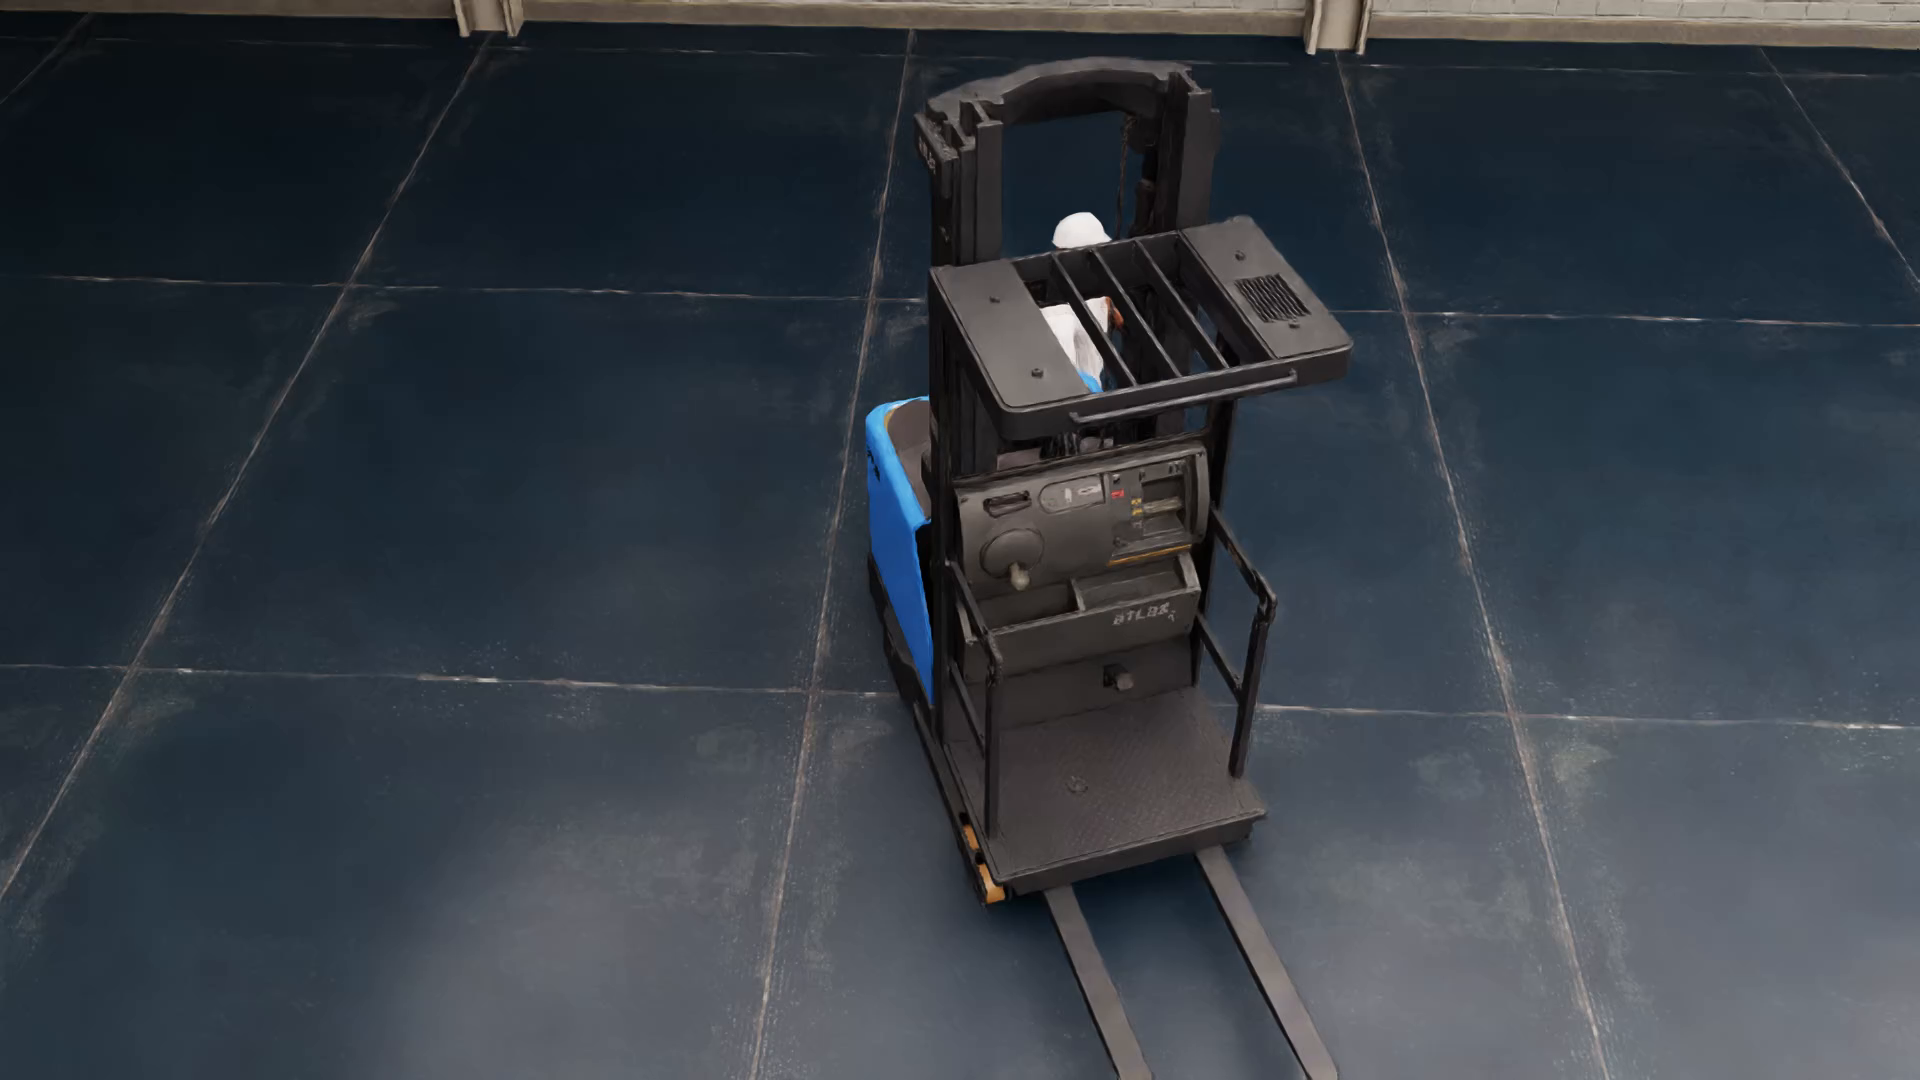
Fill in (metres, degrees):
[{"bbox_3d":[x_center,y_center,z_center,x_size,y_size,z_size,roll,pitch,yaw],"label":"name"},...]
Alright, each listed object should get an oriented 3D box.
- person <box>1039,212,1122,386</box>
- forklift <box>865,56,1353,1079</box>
[{"bbox_3d":[0.563,-0.664,7.420,0.833,1.704,0.728,1,42,1],"label":"person"},{"bbox_3d":[0.508,0.006,5.736,1.130,2.935,3.031,-12,44,-13],"label":"forklift"}]
